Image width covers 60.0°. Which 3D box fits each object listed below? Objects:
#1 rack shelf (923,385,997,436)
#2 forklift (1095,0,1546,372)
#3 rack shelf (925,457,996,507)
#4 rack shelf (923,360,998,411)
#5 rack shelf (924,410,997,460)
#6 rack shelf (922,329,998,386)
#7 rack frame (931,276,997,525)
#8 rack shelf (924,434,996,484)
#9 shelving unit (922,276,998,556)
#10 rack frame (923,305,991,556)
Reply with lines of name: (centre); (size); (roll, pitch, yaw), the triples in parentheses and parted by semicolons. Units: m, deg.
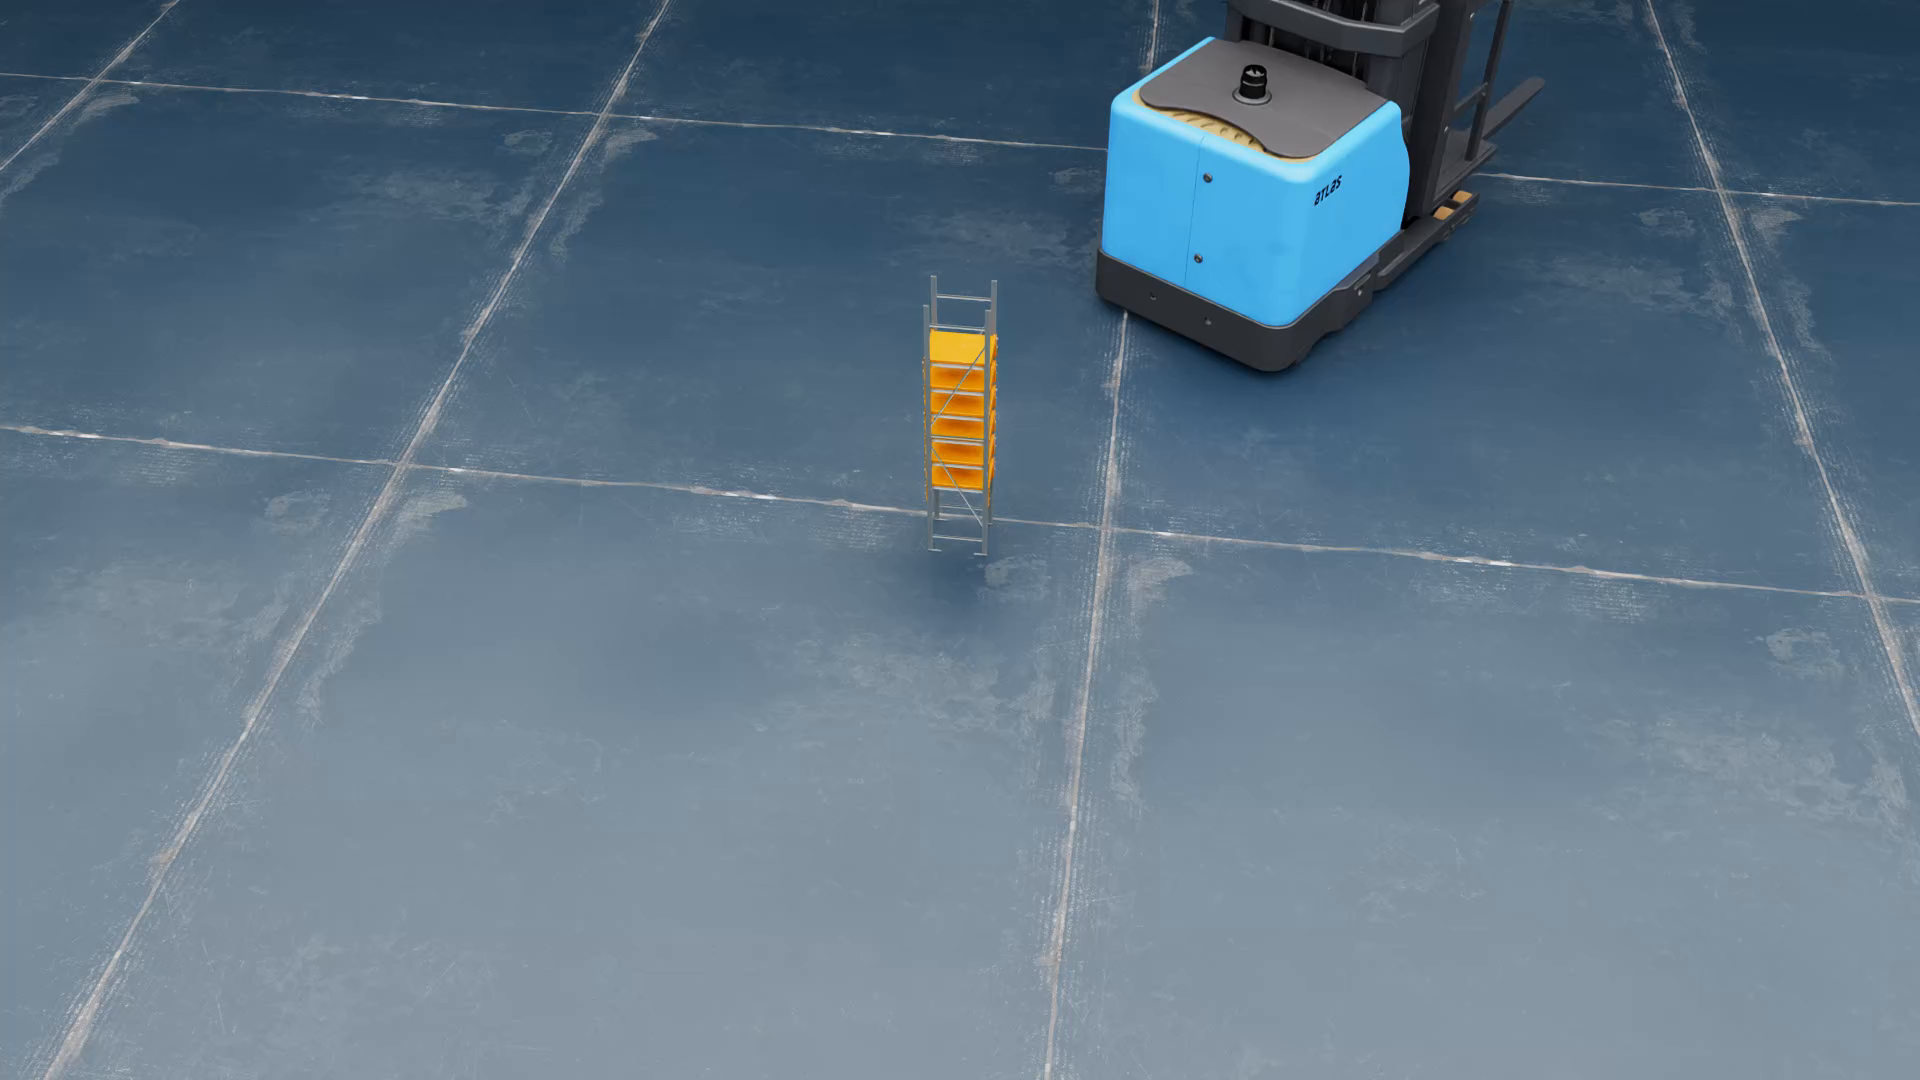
rack shelf: (0.002, -0.500, 6.296); (0.258, 0.103, 0.180); (5, 44, 6)
forklift: (1.974, -2.764, 7.538); (1.130, 2.935, 3.031); (30, 51, 28)
rack shelf: (0.002, -0.239, 6.543); (0.258, 0.103, 0.180); (5, 44, 6)
rack shelf: (0.002, -0.588, 6.213); (0.258, 0.103, 0.180); (5, 44, 6)
rack shelf: (0.002, -0.413, 6.378); (0.258, 0.103, 0.180); (5, 44, 6)
rack shelf: (0.002, -0.675, 6.131); (0.258, 0.103, 0.180); (5, 44, 6)
rack frame: (0.014, -0.508, 6.414); (0.240, 1.200, 0.006); (5, 44, 6)
rack shelf: (0.002, -0.326, 6.461); (0.258, 0.103, 0.180); (5, 44, 6)
shelving unit: (0.002, -0.446, 6.348); (0.258, 1.200, 0.189); (5, 44, 6)
rack frame: (-0.010, -0.383, 6.282); (0.240, 1.200, 0.006); (5, 44, 6)
